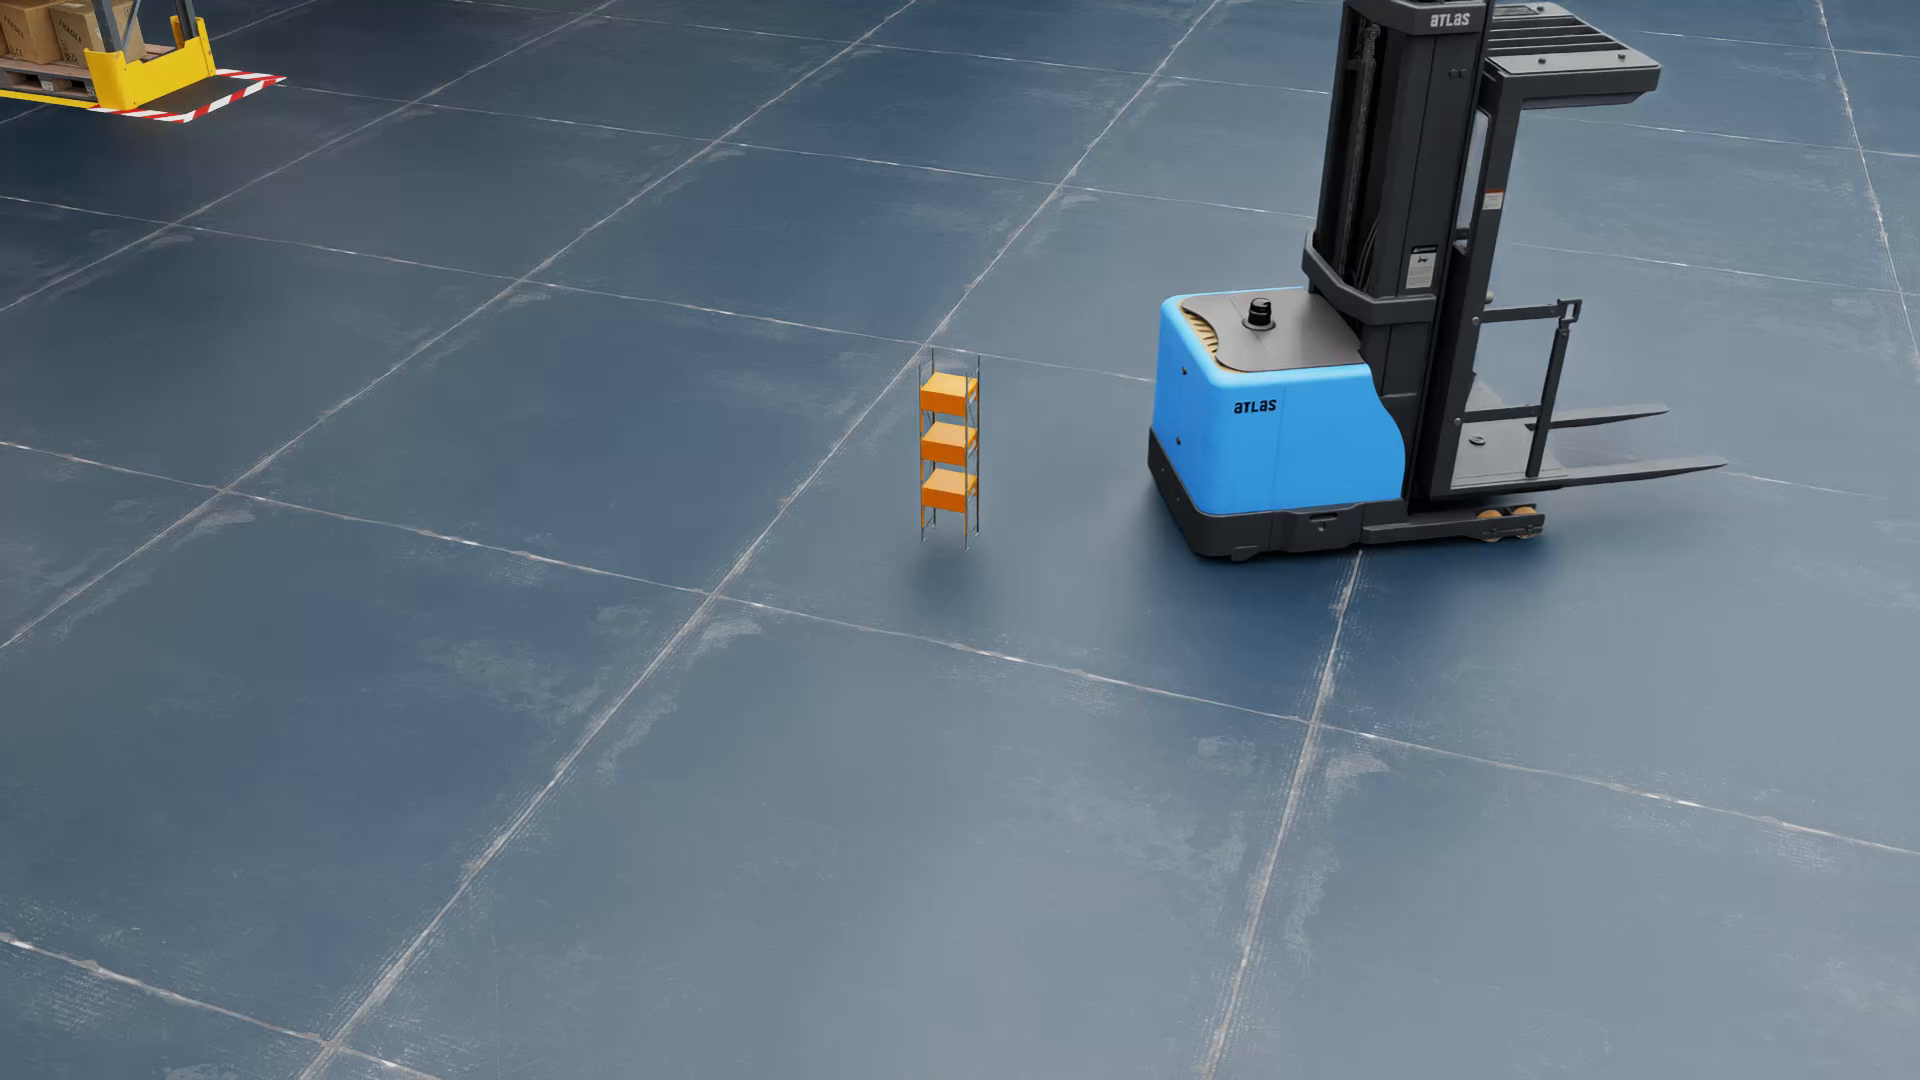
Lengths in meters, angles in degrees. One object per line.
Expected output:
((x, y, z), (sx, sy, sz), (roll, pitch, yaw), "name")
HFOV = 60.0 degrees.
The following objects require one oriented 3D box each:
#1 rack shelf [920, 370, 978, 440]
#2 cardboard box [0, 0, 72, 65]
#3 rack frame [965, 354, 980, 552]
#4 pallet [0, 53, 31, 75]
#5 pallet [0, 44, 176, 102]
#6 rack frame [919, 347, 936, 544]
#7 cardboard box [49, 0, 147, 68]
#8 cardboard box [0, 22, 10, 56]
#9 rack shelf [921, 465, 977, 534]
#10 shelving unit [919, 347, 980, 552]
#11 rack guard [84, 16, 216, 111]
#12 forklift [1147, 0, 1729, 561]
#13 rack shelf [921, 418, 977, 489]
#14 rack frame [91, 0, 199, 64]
((-0.050, -0.680, 8.332), (0.240, 0.259, 0.215), (11, 34, 16), "rack shelf")
((-8.343, -4.674, 15.141), (0.500, 0.500, 0.500), (21, 38, 29), "cardboard box")
((0.064, -0.429, 8.446), (0.008, 1.050, 0.200), (11, 34, 16), "rack frame")
((-9.156, -4.566, 15.628), (1.213, 0.211, 1.003), (11, 34, 16), "pallet")
((-8.011, -4.342, 15.281), (1.213, 0.211, 1.003), (11, 34, 16), "pallet")
((-0.165, -0.473, 8.515), (0.008, 1.050, 0.200), (11, 34, 16), "rack frame")
((-7.769, -4.582, 14.999), (0.500, 0.500, 0.500), (18, 37, 25), "cardboard box")
((-8.926, -4.798, 15.334), (0.500, 0.500, 0.500), (14, 35, 21), "cardboard box")
((-0.050, -0.208, 8.637), (0.240, 0.259, 0.215), (11, 34, 16), "rack shelf")
((-0.050, -0.451, 8.480), (0.252, 1.050, 0.215), (11, 34, 16), "shelving unit")
((-7.258, -4.297, 14.944), (0.348, 0.500, 1.175), (11, 34, 16), "rack guard")
((2.610, -1.498, 8.368), (3.031, 2.935, 1.130), (-5, 33, -8), "forklift")
((-0.050, -0.442, 8.486), (0.240, 0.259, 0.215), (11, 34, 16), "rack shelf")
((-7.187, -5.333, 14.244), (0.127, 3.000, 1.000), (11, 34, 16), "rack frame")
